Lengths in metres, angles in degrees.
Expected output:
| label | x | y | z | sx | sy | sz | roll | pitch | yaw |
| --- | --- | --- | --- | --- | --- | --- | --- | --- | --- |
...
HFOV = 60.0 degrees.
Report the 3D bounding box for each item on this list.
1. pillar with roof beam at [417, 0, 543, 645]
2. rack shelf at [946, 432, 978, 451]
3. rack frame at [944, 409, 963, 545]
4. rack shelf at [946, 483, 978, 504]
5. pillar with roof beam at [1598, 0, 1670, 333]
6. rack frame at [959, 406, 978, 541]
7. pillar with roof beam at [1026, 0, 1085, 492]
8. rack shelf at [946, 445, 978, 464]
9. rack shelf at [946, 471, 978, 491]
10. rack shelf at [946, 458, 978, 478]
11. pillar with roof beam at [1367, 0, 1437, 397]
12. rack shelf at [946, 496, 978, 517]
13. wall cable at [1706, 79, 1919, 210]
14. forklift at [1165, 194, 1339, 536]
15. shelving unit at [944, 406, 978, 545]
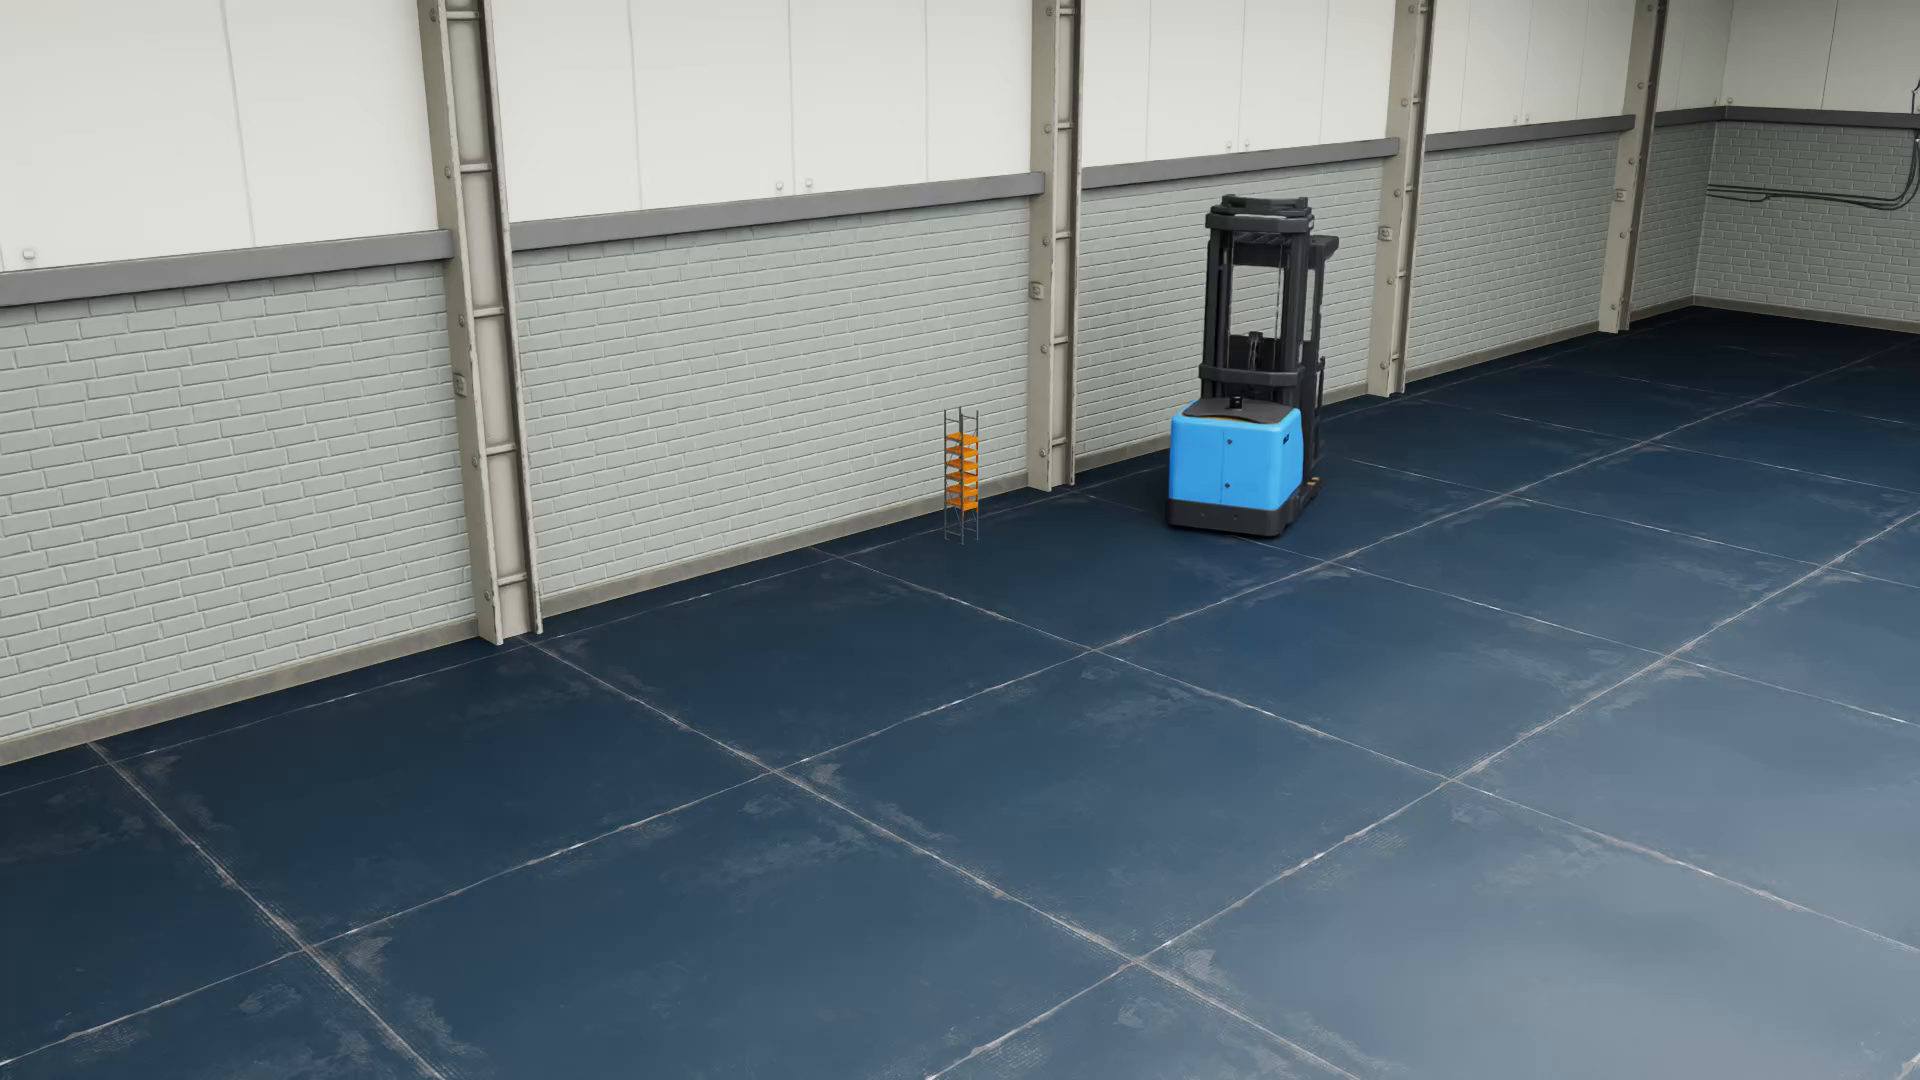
| label | x | y | z | sx | sy | sz | roll | pitch | yaw |
| --- | --- | --- | --- | --- | --- | --- | --- | --- | --- |
| pillar with roof beam | -0.495 | -2.598 | 8.408 | 0.400 | 9.000 | 9.100 | -16 | 24 | -41 |
| rack shelf | 0.011 | -0.874 | 14.712 | 0.180 | 0.103 | 0.258 | -16 | 24 | -41 |
| rack frame | -0.056 | -0.554 | 14.749 | 0.006 | 1.200 | 0.240 | -16 | 24 | -41 |
| rack shelf | 0.011 | -0.417 | 14.860 | 0.180 | 0.103 | 0.258 | -16 | 24 | -41 |
| pillar with roof beam | 12.584 | -6.413 | 20.172 | 0.400 | 9.000 | 9.100 | -16 | 24 | -41 |
| rack frame | 0.077 | -0.593 | 14.869 | 0.006 | 1.200 | 0.240 | -16 | 24 | -41 |
| pillar with roof beam | 3.864 | -3.870 | 12.330 | 0.400 | 9.000 | 9.100 | -16 | 24 | -41 |
| rack shelf | 0.011 | -0.760 | 14.749 | 0.180 | 0.103 | 0.258 | -16 | 24 | -41 |
| rack shelf | 0.011 | -0.532 | 14.823 | 0.180 | 0.103 | 0.258 | -16 | 24 | -41 |
| rack shelf | 0.011 | -0.646 | 14.786 | 0.180 | 0.103 | 0.258 | -16 | 24 | -41 |
| pillar with roof beam | 8.224 | -5.141 | 16.251 | 0.400 | 9.000 | 9.100 | -16 | 24 | -41 |
| rack shelf | 0.011 | -0.303 | 14.897 | 0.180 | 0.103 | 0.258 | -16 | 24 | -41 |
| wall cable | 12.675 | -6.228 | 24.638 | 0.112 | 2.526 | 3.097 | -16 | 24 | -41 |
| forklift | 2.932 | -1.842 | 15.912 | 1.130 | 2.935 | 3.031 | 8 | 19 | 22 |
| shelving unit | 0.011 | -0.574 | 14.809 | 0.189 | 1.200 | 0.258 | -16 | 24 | -41 |
